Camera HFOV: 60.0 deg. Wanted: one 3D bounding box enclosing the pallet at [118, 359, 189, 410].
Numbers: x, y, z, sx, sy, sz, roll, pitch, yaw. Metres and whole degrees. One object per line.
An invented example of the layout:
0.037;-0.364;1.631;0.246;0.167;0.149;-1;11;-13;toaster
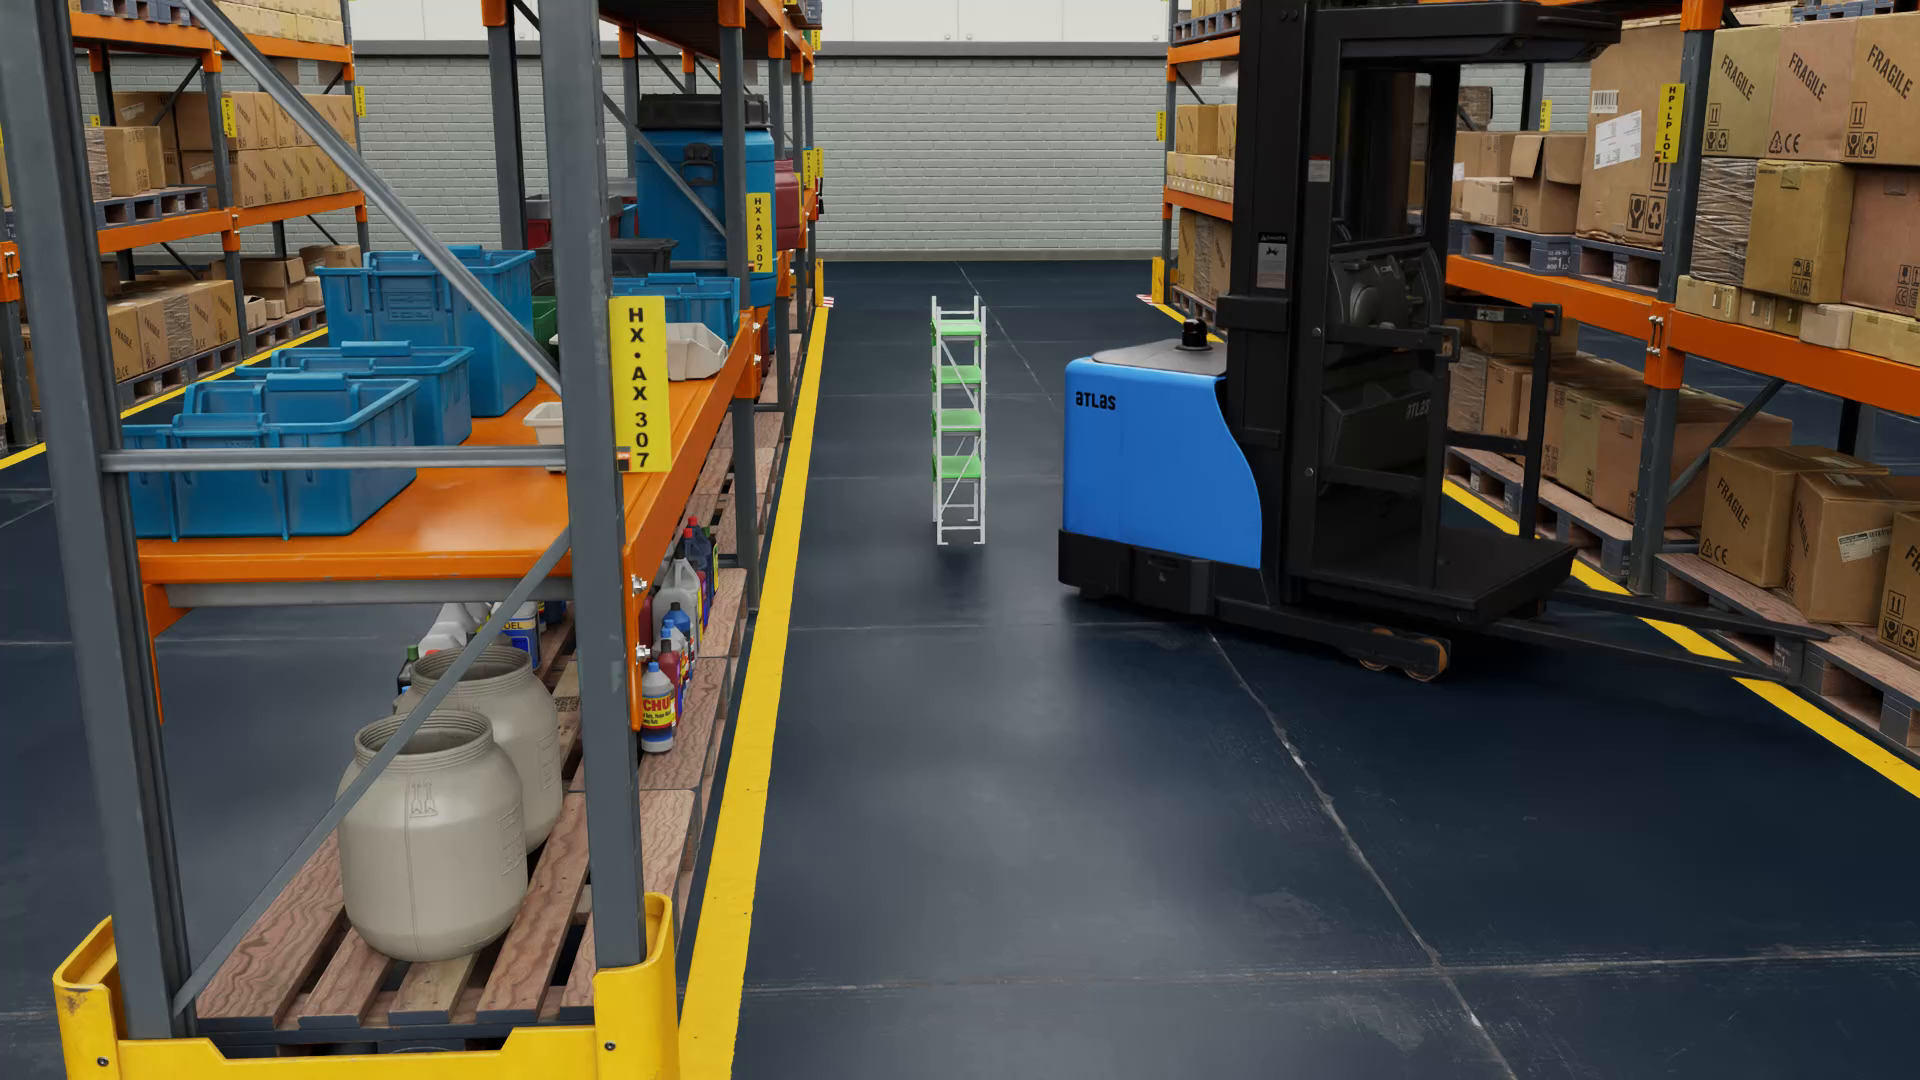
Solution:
-6.657;-1.196;12.751;1.003;0.211;1.213;-1;14;-3;pallet

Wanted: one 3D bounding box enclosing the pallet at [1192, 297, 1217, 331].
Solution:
3.016;-2.348;17.229;1.003;0.211;1.213;-1;14;-3;pallet

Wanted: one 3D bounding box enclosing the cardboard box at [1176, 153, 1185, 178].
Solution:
2.615;-4.018;17.826;0.500;0.250;0.500;-1;14;-4;cardboard box

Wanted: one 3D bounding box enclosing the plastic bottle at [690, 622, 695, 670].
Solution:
-0.984;0.357;5.851;0.097;0.201;0.097;0;14;0;plastic bottle

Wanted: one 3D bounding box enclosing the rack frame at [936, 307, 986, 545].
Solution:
0.005;-0.562;8.301;0.240;1.200;0.015;-1;14;-3;rack frame

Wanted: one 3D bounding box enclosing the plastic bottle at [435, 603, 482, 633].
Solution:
-1.699;0.338;5.627;0.144;0.351;0.185;0;14;-1;plastic bottle

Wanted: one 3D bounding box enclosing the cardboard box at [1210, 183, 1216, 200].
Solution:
2.654;-3.409;16.261;0.380;0.149;0.250;-1;14;-2;cardboard box

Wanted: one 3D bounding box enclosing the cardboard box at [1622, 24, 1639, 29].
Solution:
7.545;-5.515;18.222;0.500;0.250;0.500;0;14;-1;cardboard box

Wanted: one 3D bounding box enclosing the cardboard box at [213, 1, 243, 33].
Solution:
-6.607;-4.557;14.499;0.500;0.250;0.500;-1;14;-3;cardboard box

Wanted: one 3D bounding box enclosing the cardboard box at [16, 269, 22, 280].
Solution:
-6.944;-1.920;12.599;0.500;0.250;0.500;-1;14;-4;cardboard box

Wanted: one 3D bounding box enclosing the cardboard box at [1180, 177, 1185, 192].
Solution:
2.559;-3.792;17.748;0.380;0.149;0.250;-1;14;-4;cardboard box

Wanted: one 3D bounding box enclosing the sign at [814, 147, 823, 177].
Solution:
-1.580;-4.214;18.558;0.100;0.325;0.005;-1;14;-3;sign

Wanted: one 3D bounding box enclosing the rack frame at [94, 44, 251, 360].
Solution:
-6.824;-3.052;14.369;1.000;3.000;0.127;-1;14;-3;rack frame

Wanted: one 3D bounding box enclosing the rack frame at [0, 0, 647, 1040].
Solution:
-1.133;-0.143;3.064;0.949;2.616;0.053;-1;14;-3;rack frame

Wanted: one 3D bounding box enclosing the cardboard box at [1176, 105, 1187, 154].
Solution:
2.607;-4.386;17.751;0.500;0.500;0.500;-1;14;-5;cardboard box

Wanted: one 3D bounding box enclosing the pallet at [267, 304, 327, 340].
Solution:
-6.944;-2.177;16.563;1.003;0.211;1.213;-1;14;-3;pallet

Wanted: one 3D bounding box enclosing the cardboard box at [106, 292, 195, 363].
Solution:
-6.454;-1.689;13.203;0.500;0.500;0.500;-1;14;-3;cardboard box

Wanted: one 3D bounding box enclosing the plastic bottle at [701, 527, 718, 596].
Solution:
-1.025;0.079;6.769;0.061;0.283;0.133;0;14;-1;plastic bottle

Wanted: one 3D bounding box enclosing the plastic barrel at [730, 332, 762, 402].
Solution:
-1.679;-1.407;11.487;0.600;0.830;0.708;-1;14;-3;plastic barrel

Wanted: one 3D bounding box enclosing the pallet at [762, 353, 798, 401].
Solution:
-1.795;-1.281;13.080;1.003;0.211;1.213;-1;14;-3;pallet

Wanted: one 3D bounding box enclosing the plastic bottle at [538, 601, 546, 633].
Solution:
-1.619;0.211;6.277;0.097;0.271;0.097;0;14;0;plastic bottle

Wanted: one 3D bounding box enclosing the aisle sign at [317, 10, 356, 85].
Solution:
-6.770;-5.328;17.996;0.394;0.787;0.004;-1;14;-3;aisle sign

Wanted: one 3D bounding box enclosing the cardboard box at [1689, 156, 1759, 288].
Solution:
3.525;-1.294;6.739;0.875;0.500;0.500;-1;14;-3;cardboard box

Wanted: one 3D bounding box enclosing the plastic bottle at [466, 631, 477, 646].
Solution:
-1.570;0.444;5.349;0.061;0.283;0.133;-1;14;-3;plastic bottle

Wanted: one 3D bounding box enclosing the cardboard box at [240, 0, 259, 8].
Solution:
-6.639;-4.923;14.920;0.500;0.250;0.500;-1;14;-3;cardboard box

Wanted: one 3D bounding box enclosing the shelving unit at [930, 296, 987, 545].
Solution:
-0.010;-0.622;8.537;0.258;1.200;0.503;-1;14;-3;shelving unit

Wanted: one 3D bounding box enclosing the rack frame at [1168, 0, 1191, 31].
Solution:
2.816;-7.104;18.079;1.000;3.000;0.127;-1;14;-3;rack frame

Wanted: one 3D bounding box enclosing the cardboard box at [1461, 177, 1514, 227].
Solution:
3.186;-1.920;9.426;0.500;0.250;0.500;-1;14;-5;cardboard box

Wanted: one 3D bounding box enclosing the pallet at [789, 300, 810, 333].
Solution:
-2.043;-2.264;16.901;1.003;0.211;1.213;-1;14;-3;pallet

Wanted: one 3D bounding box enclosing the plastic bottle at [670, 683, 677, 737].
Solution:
-0.944;0.517;5.229;0.097;0.201;0.097;0;14;0;plastic bottle

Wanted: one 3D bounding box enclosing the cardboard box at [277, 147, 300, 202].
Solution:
-6.647;-3.483;15.844;0.500;0.500;0.500;-1;14;-4;cardboard box

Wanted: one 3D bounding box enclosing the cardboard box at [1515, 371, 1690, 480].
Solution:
3.497;-0.628;9.082;0.700;0.500;0.500;-2;15;-8;cardboard box

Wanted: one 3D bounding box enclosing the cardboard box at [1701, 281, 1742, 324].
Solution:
3.275;-0.972;6.790;0.380;0.149;0.250;-1;14;-3;cardboard box

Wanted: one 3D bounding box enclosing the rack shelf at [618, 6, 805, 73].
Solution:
-1.756;-3.735;12.446;1.077;0.370;4.000;-1;14;-3;rack shelf

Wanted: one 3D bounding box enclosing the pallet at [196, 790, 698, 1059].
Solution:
-1.233;0.987;4.268;1.003;0.211;1.213;-1;14;-3;pallet

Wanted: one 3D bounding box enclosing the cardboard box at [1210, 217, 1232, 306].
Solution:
3.047;-2.768;16.685;0.875;0.875;0.875;-1;14;-3;cardboard box

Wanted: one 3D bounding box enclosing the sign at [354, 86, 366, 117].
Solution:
-6.517;-4.764;18.066;0.100;0.325;0.005;-1;14;-3;sign

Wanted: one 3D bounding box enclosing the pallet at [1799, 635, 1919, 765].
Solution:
3.715;0.606;5.746;1.003;0.211;1.213;-1;14;-3;pallet

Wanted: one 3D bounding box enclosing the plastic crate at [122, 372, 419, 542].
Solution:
-1.466;-0.191;3.548;0.499;0.251;0.616;-1;14;-3;plastic crate

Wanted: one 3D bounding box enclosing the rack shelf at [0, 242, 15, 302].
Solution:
-6.452;-1.212;8.659;1.077;0.370;4.000;-1;14;-3;rack shelf

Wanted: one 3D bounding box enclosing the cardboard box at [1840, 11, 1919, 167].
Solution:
3.396;-1.527;5.637;0.500;0.500;0.500;-1;14;-3;cardboard box

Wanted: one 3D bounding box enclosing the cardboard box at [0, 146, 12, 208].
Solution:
-6.728;-2.464;11.040;0.700;0.500;0.500;-6;16;-22;cardboard box

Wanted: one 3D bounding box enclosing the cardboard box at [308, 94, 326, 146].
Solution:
-6.701;-4.219;16.696;0.500;0.500;0.500;0;14;-2;cardboard box

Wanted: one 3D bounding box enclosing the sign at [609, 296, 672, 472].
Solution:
-0.587;-0.285;3.058;0.100;0.325;0.005;-1;14;-3;sign

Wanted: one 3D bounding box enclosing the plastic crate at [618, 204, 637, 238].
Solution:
-1.763;-1.400;7.980;0.392;0.384;0.575;-1;14;-3;plastic crate

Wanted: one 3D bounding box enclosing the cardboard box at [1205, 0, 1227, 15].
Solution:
2.896;-5.554;16.828;0.700;0.500;0.500;-2;15;-7;cardboard box

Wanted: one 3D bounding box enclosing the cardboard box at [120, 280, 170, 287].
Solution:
-7.037;-1.931;14.144;0.500;0.500;0.500;-2;15;-6;cardboard box

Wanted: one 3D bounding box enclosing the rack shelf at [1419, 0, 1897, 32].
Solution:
3.435;-2.816;8.876;1.077;0.370;4.000;-1;14;-3;rack shelf

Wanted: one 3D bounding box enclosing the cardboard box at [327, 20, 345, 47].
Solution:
-6.777;-5.303;17.400;0.500;0.250;0.500;-1;14;-3;cardboard box

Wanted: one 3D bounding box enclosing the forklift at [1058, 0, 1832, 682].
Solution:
1.899;-1.024;6.623;3.031;2.935;1.130;12;19;38;forklift

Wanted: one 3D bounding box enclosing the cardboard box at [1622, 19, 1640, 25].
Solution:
7.541;-5.757;18.160;0.500;0.250;0.500;-1;14;-3;cardboard box
